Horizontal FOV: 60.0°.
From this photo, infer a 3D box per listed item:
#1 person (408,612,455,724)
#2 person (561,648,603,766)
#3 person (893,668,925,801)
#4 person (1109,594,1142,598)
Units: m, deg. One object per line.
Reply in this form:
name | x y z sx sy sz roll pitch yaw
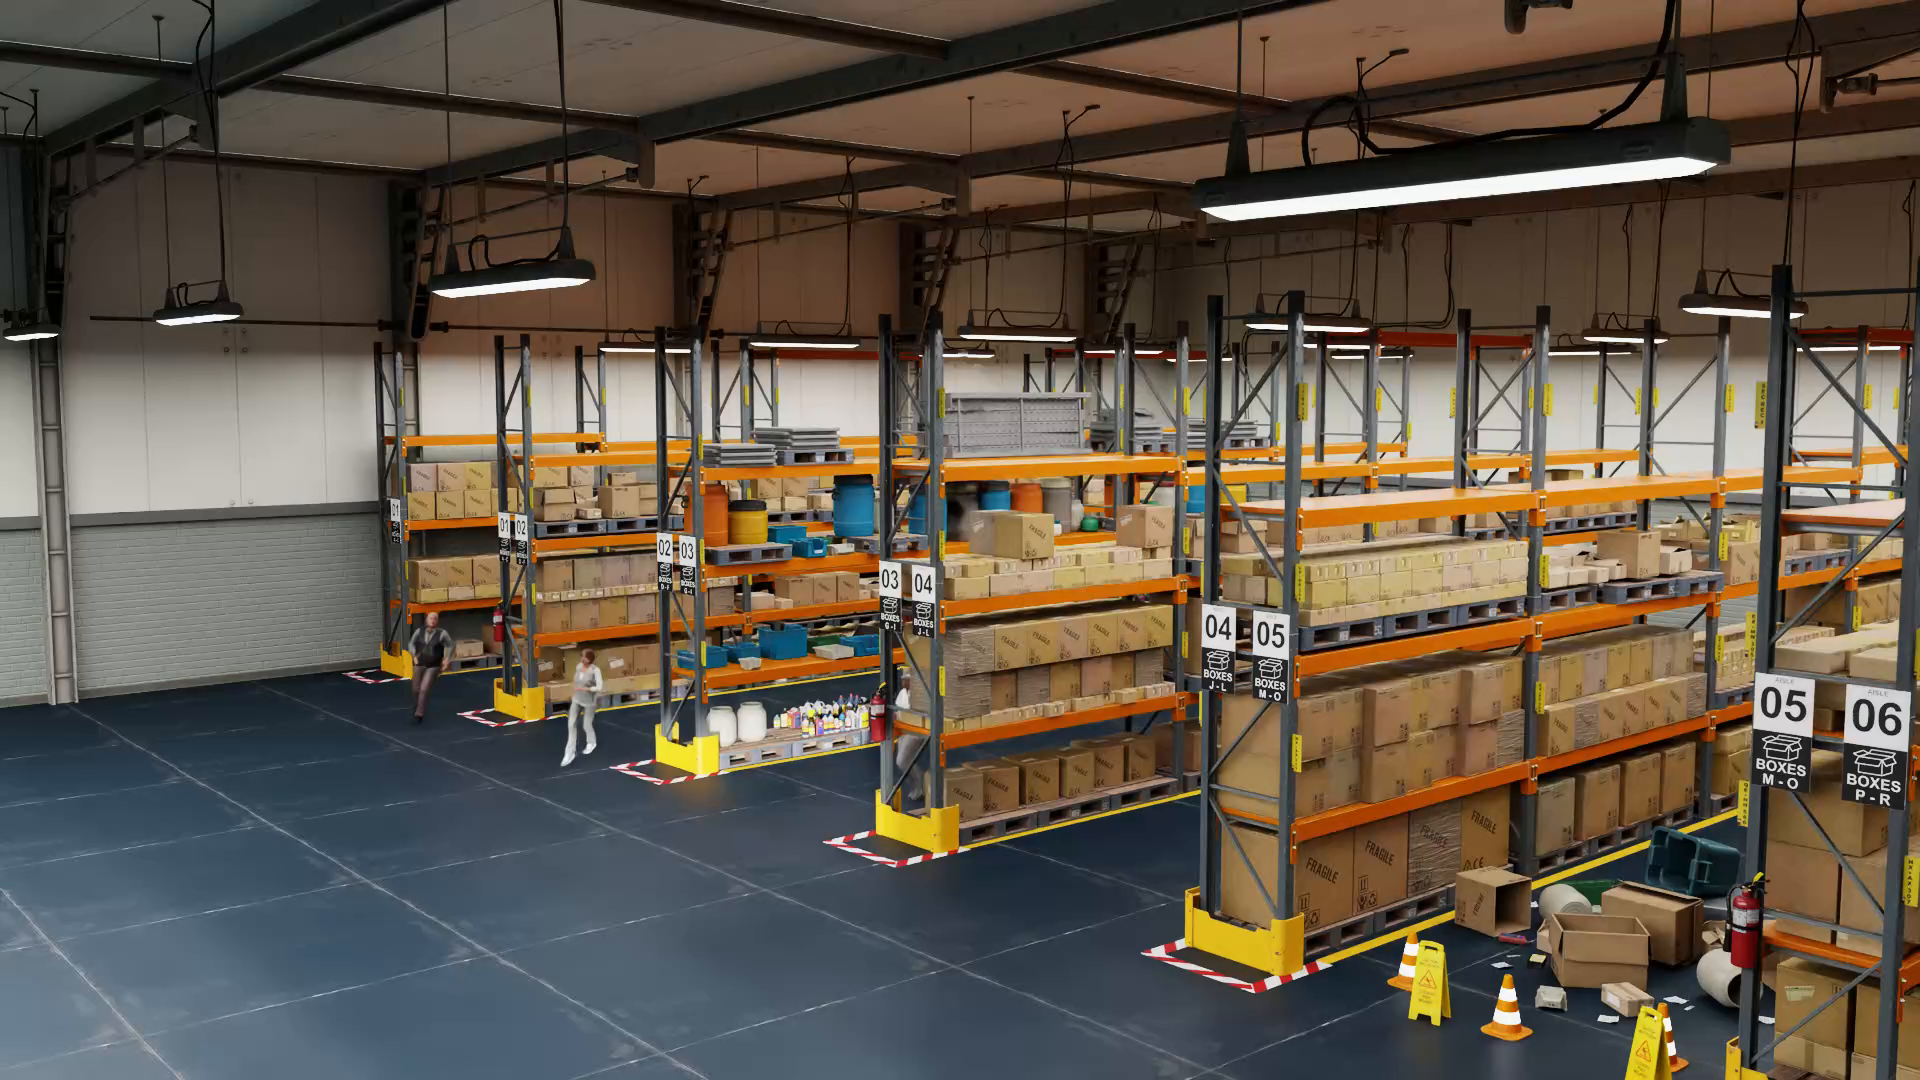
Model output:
person | -8.242 1.966 25.893 0.731 1.693 0.814 0 5 -3
person | -5.145 2.288 23.074 0.536 1.619 0.759 2 5 16
person | -0.644 2.429 20.793 0.640 1.671 0.549 -5 7 -43
person | 3.167 1.385 32.080 0.681 1.753 0.726 4 6 36
